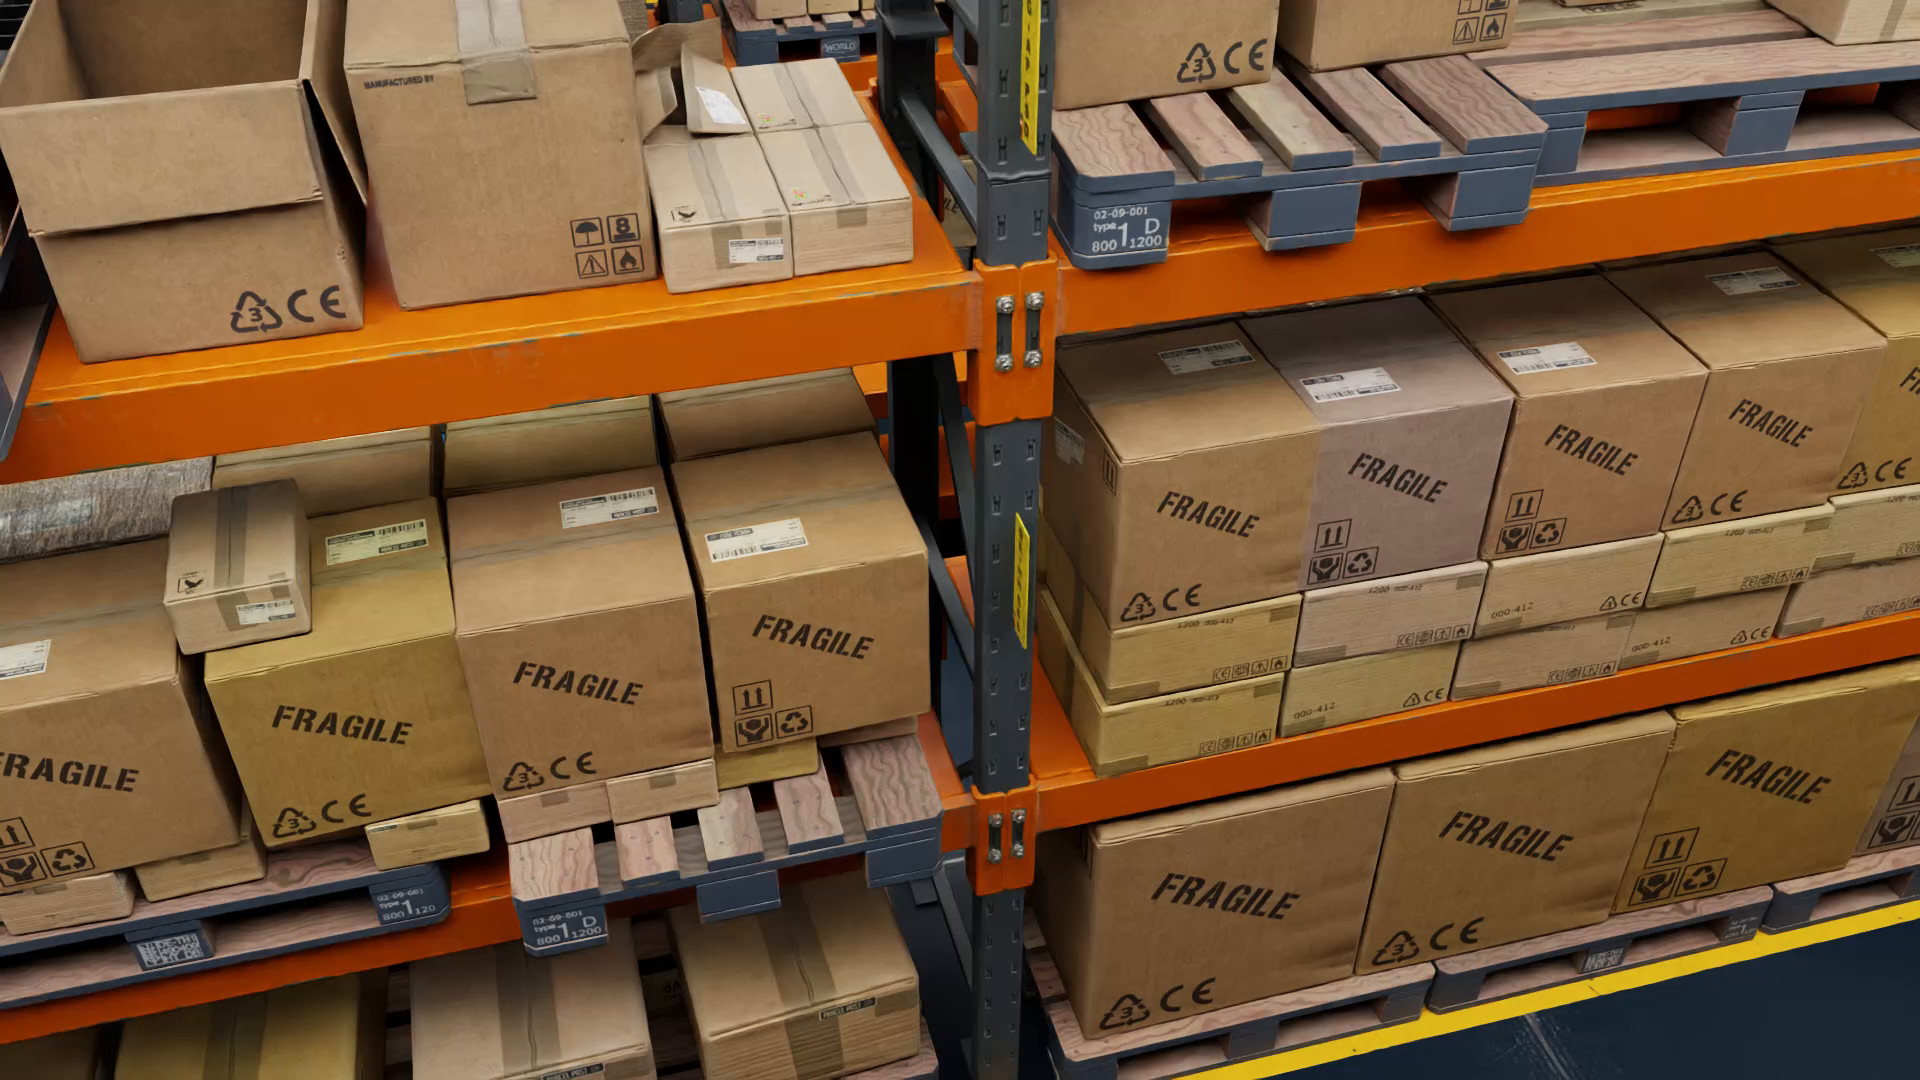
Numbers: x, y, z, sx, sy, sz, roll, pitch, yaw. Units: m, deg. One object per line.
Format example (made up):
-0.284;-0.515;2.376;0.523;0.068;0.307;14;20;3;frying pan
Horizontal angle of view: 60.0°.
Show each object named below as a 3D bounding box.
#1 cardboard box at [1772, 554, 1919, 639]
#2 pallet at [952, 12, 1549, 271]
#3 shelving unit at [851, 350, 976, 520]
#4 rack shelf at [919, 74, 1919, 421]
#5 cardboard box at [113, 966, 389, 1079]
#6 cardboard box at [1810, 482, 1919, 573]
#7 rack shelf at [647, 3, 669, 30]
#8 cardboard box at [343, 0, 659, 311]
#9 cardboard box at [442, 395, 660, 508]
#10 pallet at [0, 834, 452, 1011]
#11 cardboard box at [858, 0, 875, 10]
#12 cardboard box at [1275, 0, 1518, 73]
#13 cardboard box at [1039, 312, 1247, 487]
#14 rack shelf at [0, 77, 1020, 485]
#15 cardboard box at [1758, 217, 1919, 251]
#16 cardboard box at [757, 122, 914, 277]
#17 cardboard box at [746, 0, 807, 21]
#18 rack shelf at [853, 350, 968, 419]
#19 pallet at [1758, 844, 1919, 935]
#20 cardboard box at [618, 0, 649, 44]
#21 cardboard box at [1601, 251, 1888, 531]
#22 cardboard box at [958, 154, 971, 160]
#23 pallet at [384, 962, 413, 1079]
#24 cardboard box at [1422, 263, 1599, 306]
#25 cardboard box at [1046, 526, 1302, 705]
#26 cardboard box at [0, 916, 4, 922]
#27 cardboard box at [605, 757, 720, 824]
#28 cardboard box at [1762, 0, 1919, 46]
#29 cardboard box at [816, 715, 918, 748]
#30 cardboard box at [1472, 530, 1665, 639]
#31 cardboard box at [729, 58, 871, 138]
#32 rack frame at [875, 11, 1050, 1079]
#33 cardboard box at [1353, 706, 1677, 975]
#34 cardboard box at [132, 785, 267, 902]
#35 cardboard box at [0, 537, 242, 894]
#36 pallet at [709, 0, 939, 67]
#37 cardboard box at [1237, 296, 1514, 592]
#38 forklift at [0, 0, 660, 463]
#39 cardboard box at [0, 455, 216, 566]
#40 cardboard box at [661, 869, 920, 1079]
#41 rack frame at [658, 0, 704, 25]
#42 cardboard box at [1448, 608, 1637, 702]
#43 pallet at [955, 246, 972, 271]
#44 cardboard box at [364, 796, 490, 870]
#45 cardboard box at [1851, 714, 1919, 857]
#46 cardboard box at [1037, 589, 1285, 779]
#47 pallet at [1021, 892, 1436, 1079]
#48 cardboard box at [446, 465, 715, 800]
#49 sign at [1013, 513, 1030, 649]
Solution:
2.497;0.000;4.905;0.500;0.250;0.500;-10;39;-13;cardboard box
0.595;-1.044;3.832;1.003;0.211;1.213;-8;38;-10;pallet
0.007;-0.448;6.910;1.048;1.125;0.538;-9;38;-12;shelving unit
1.918;-1.016;4.233;4.000;0.370;1.077;-9;38;-12;rack shelf
-2.005;1.405;4.762;0.625;0.372;0.950;-8;38;-10;cardboard box
2.507;-0.185;4.735;0.500;0.250;0.500;-8;38;-11;cardboard box
-3.332;-2.079;8.091;4.000;0.370;1.077;-9;38;-12;rack shelf
-0.931;-0.881;3.382;0.500;0.500;0.700;-9;38;-12;cardboard box
-1.009;-0.096;4.235;0.500;0.500;0.500;-7;38;-10;cardboard box
-1.914;0.620;4.129;1.213;0.211;1.003;-9;38;-12;pallet
-0.397;-2.786;8.285;0.250;0.149;0.380;-7;38;-10;cardboard box
0.893;-1.460;3.793;0.500;0.500;0.700;-11;39;-14;cardboard box
0.418;-0.466;4.485;0.500;0.500;0.500;-10;39;-13;cardboard box
-1.944;-0.383;3.405;4.000;0.370;1.077;-9;38;-12;rack shelf
2.380;-0.789;4.907;0.500;0.500;0.500;-10;39;-13;cardboard box
-0.262;-0.713;3.451;0.250;0.149;0.380;-9;38;-12;cardboard box
-0.917;-2.701;8.173;0.250;0.149;0.380;-10;38;-13;cardboard box
0.007;-0.680;6.732;1.000;0.278;0.538;-9;38;-12;rack shelf
3.123;0.846;5.970;1.213;0.211;1.003;-9;38;-12;pallet
-1.766;-2.492;7.957;0.500;0.500;0.500;-9;38;-12;cardboard box
1.995;-0.401;4.400;0.500;0.500;0.500;-9;38;-11;cardboard box
-0.183;-2.201;8.753;0.500;0.250;0.500;-10;38;-12;cardboard box
-1.943;1.628;4.949;1.213;0.211;1.003;-9;38;-12;pallet
1.392;-0.627;4.696;0.500;0.500;0.500;-9;38;-12;cardboard box
0.540;0.132;4.321;0.500;0.250;0.500;-10;38;-12;cardboard box
-2.263;0.692;3.738;0.250;0.149;0.380;-9;38;-12;cardboard box
-0.740;0.480;4.015;0.250;0.149;0.380;-10;38;-12;cardboard box
2.062;-1.306;3.866;0.250;0.166;0.380;-6;38;-8;cardboard box
-0.268;0.329;4.212;0.250;0.149;0.380;-8;38;-10;cardboard box
1.524;-0.021;4.521;0.500;0.250;0.500;-9;38;-12;cardboard box
-0.362;-0.935;3.742;0.250;0.149;0.380;-9;38;-12;cardboard box
-0.013;0.206;4.512;0.127;3.000;1.000;-9;38;-12;rack frame
1.538;0.684;5.291;0.875;0.875;0.875;-9;38;-11;cardboard box
-1.743;0.621;3.831;0.250;0.149;0.380;-10;39;-13;cardboard box
-1.890;0.371;3.623;0.500;0.500;0.500;-11;39;-14;cardboard box
-0.741;-2.781;8.574;1.003;0.211;1.213;-9;38;-12;pallet
1.003;-0.250;4.203;0.500;0.500;0.500;-9;38;-12;cardboard box
-2.681;-0.889;6.000;3.031;2.935;1.130;-6;38;-8;forklift
-2.005;0.066;4.022;0.500;0.500;0.500;-11;39;-14;cardboard box
-0.561;1.167;5.073;0.625;0.372;0.950;-12;39;-15;cardboard box
-1.401;-2.682;8.287;0.127;3.000;1.000;-9;38;-12;rack frame
1.524;0.164;4.690;0.500;0.250;0.500;-8;38;-10;cardboard box
-0.646;-1.697;9.295;1.213;0.211;1.003;-9;38;-12;pallet
-1.247;0.567;3.901;0.250;0.149;0.380;-9;38;-11;cardboard box
3.271;0.395;5.668;0.875;0.875;0.875;-8;38;-11;cardboard box
0.525;0.336;4.466;0.500;0.250;0.500;-10;39;-13;cardboard box
0.768;1.233;5.465;1.213;0.211;1.003;-9;38;-12;pallet
-0.876;0.205;3.841;0.500;0.500;0.500;-10;39;-13;cardboard box
0.137;0.094;3.770;0.005;0.325;0.100;-9;38;-12;sign
